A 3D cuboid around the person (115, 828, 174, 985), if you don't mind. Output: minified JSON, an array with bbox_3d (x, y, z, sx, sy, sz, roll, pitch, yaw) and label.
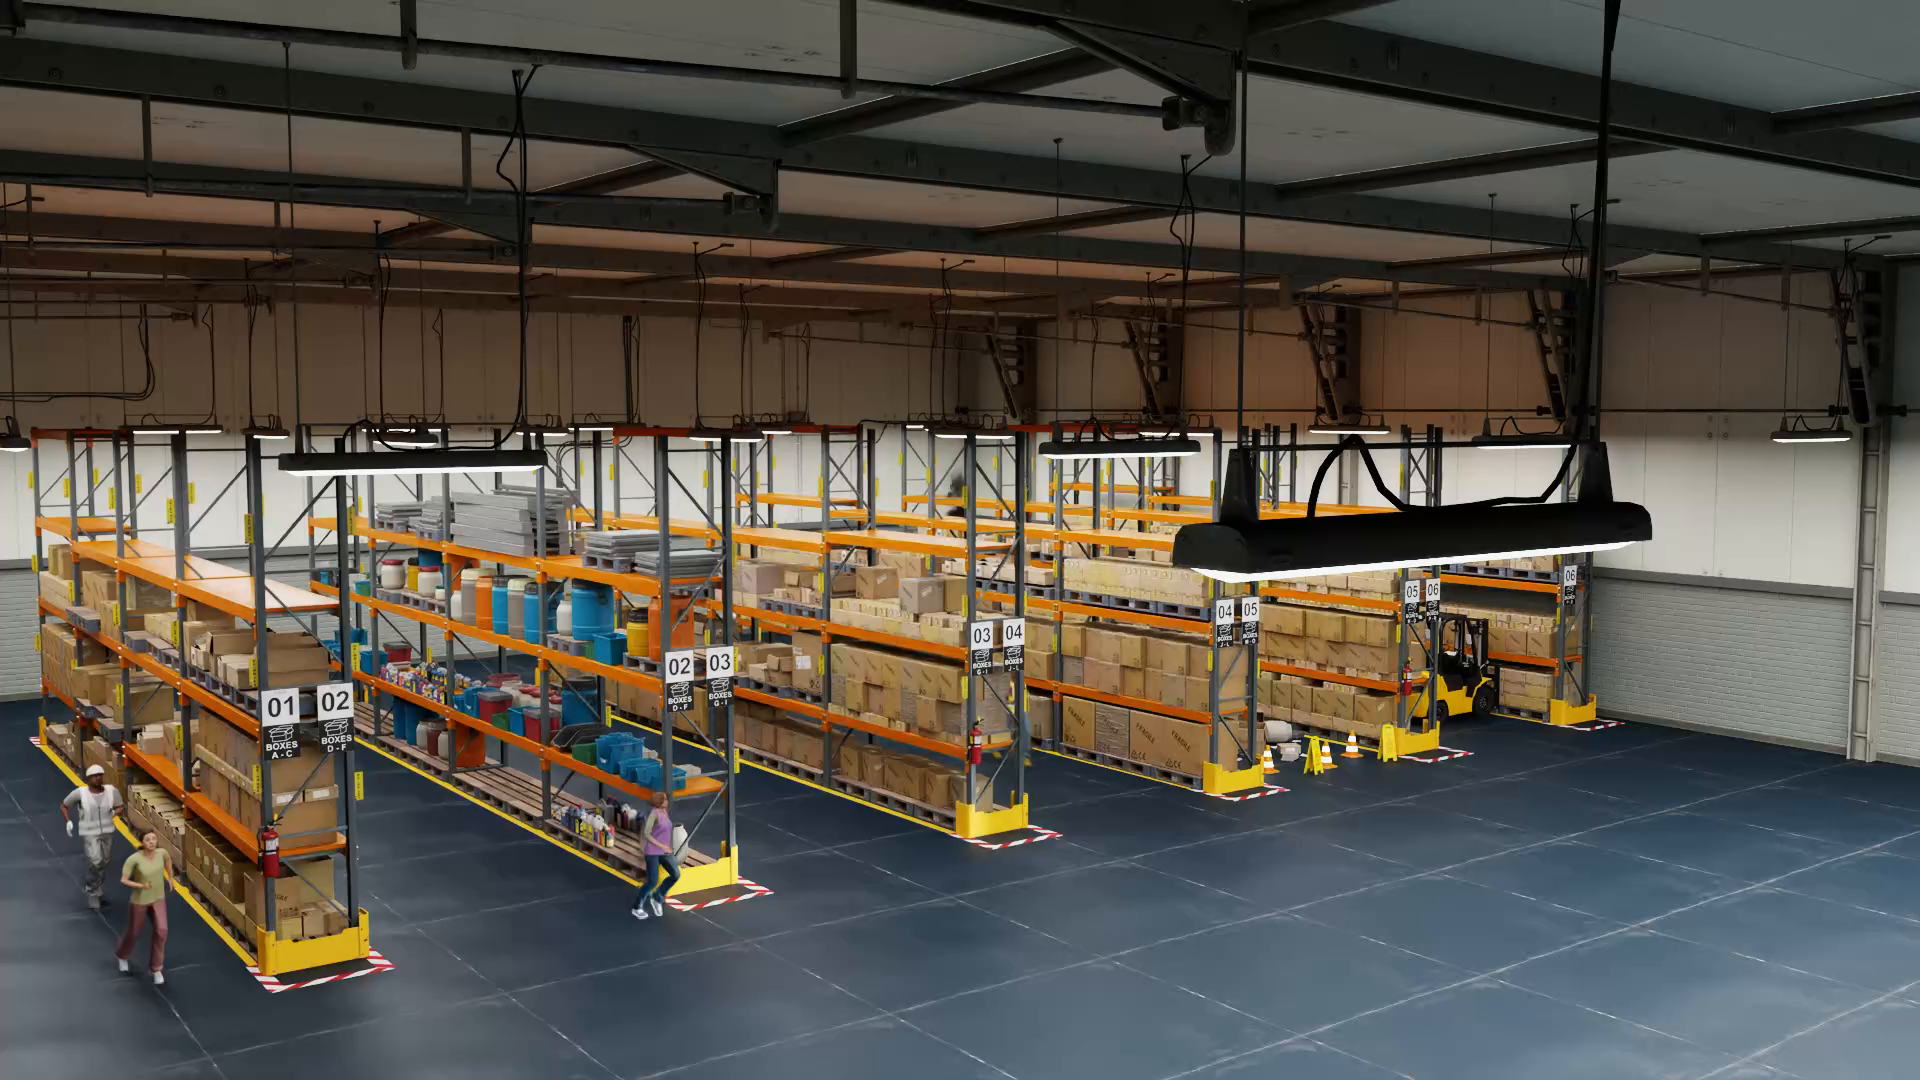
[{"bbox_3d":[-9.073,4.044,18.576,0.611,1.703,0.864,-4,6,-44],"label":"person"}]

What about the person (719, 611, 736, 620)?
[{"bbox_3d":[-5.797,2.302,41.035,0.637,1.645,0.531,4,6,38],"label":"person"}]

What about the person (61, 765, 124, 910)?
[{"bbox_3d":[-11.003,3.777,21.211,0.744,1.824,0.656,4,6,41],"label":"person"}]

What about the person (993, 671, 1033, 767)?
[{"bbox_3d":[0.963,3.117,29.732,0.710,1.811,0.913,-3,6,-36],"label":"person"}]

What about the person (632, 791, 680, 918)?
[{"bbox_3d":[-3.766,3.923,20.795,0.573,1.540,0.605,2,5,20],"label":"person"}]
